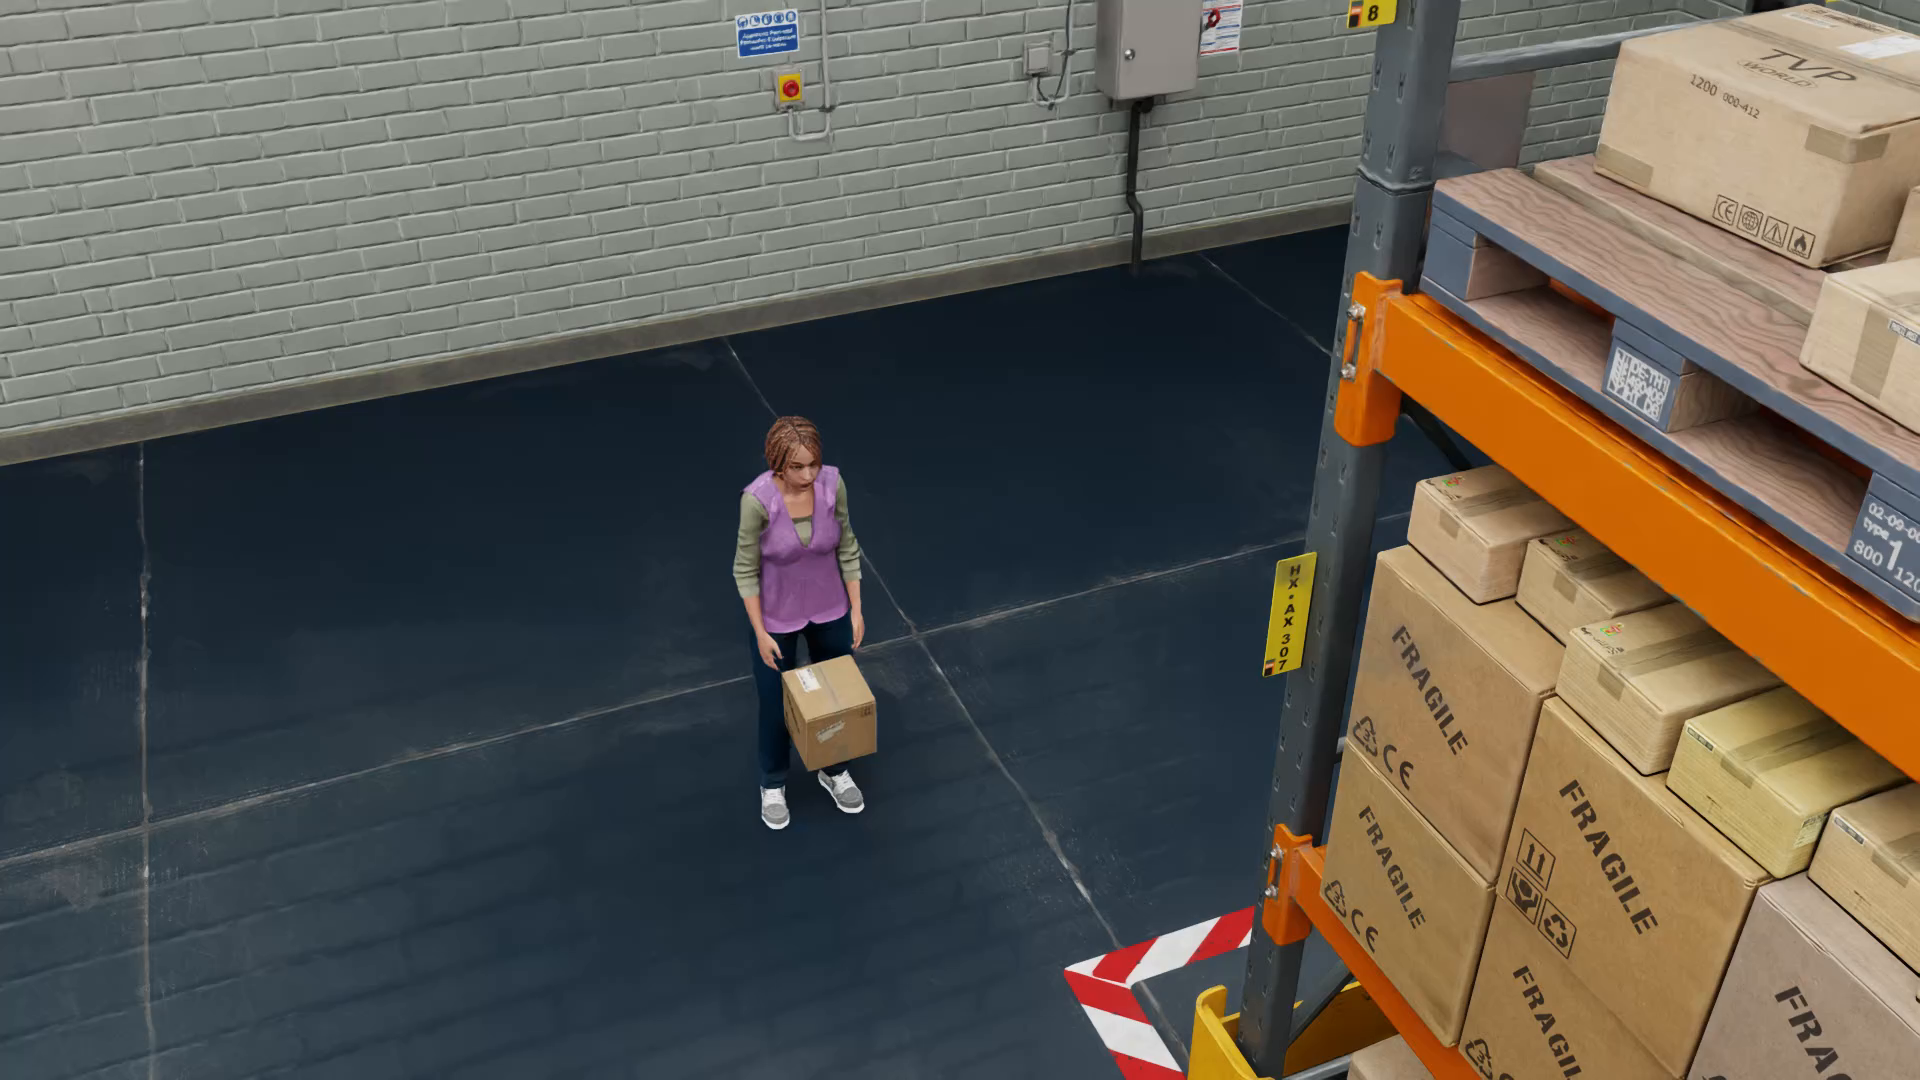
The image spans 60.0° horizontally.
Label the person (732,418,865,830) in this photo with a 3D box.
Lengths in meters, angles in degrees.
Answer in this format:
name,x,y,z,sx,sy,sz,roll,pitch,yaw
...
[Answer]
name,x,y,z,sx,sy,sz,roll,pitch,yaw
person,-0.540,0.279,5.734,0.455,1.596,0.373,-14,36,-20
